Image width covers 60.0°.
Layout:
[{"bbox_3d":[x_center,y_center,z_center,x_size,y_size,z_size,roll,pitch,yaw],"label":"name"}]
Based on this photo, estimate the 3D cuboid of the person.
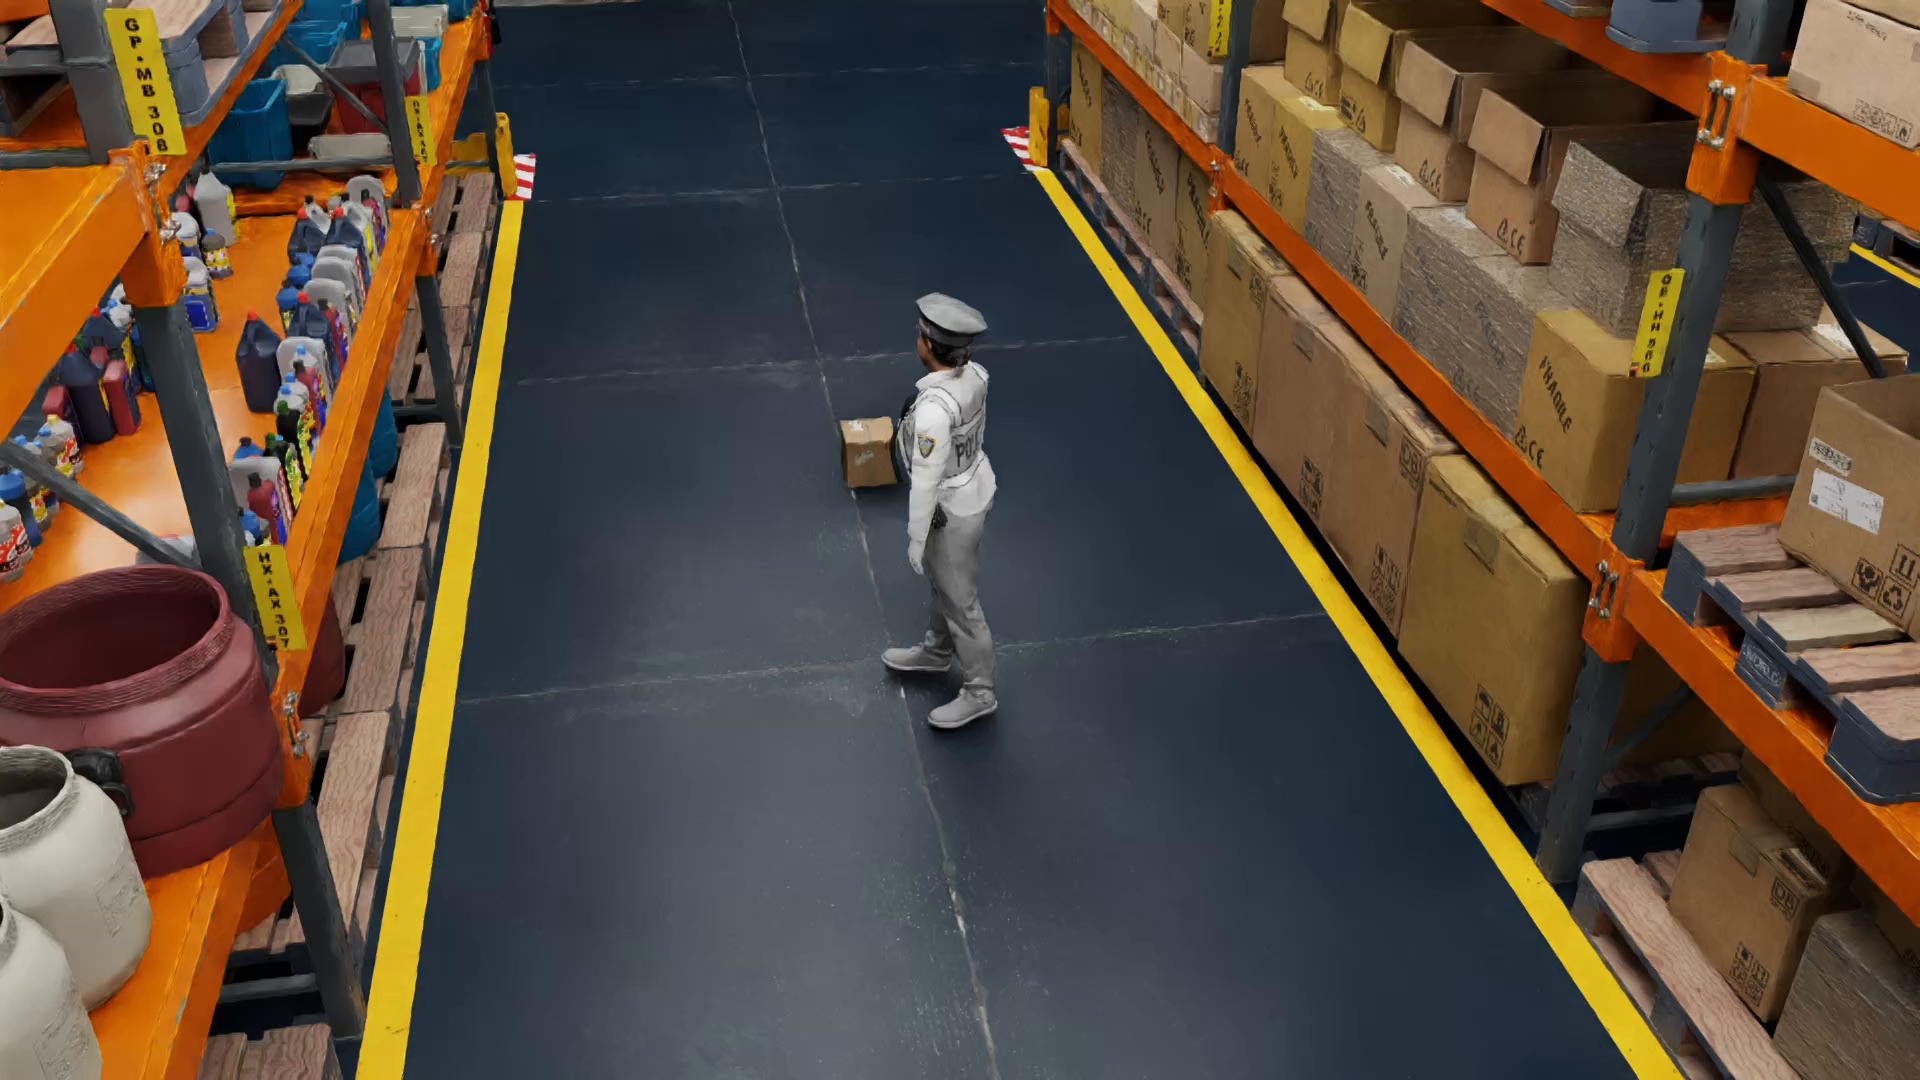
[{"bbox_3d":[-0.088,-0.125,6.284,0.524,1.673,0.569,8,32,14],"label":"person"}]
